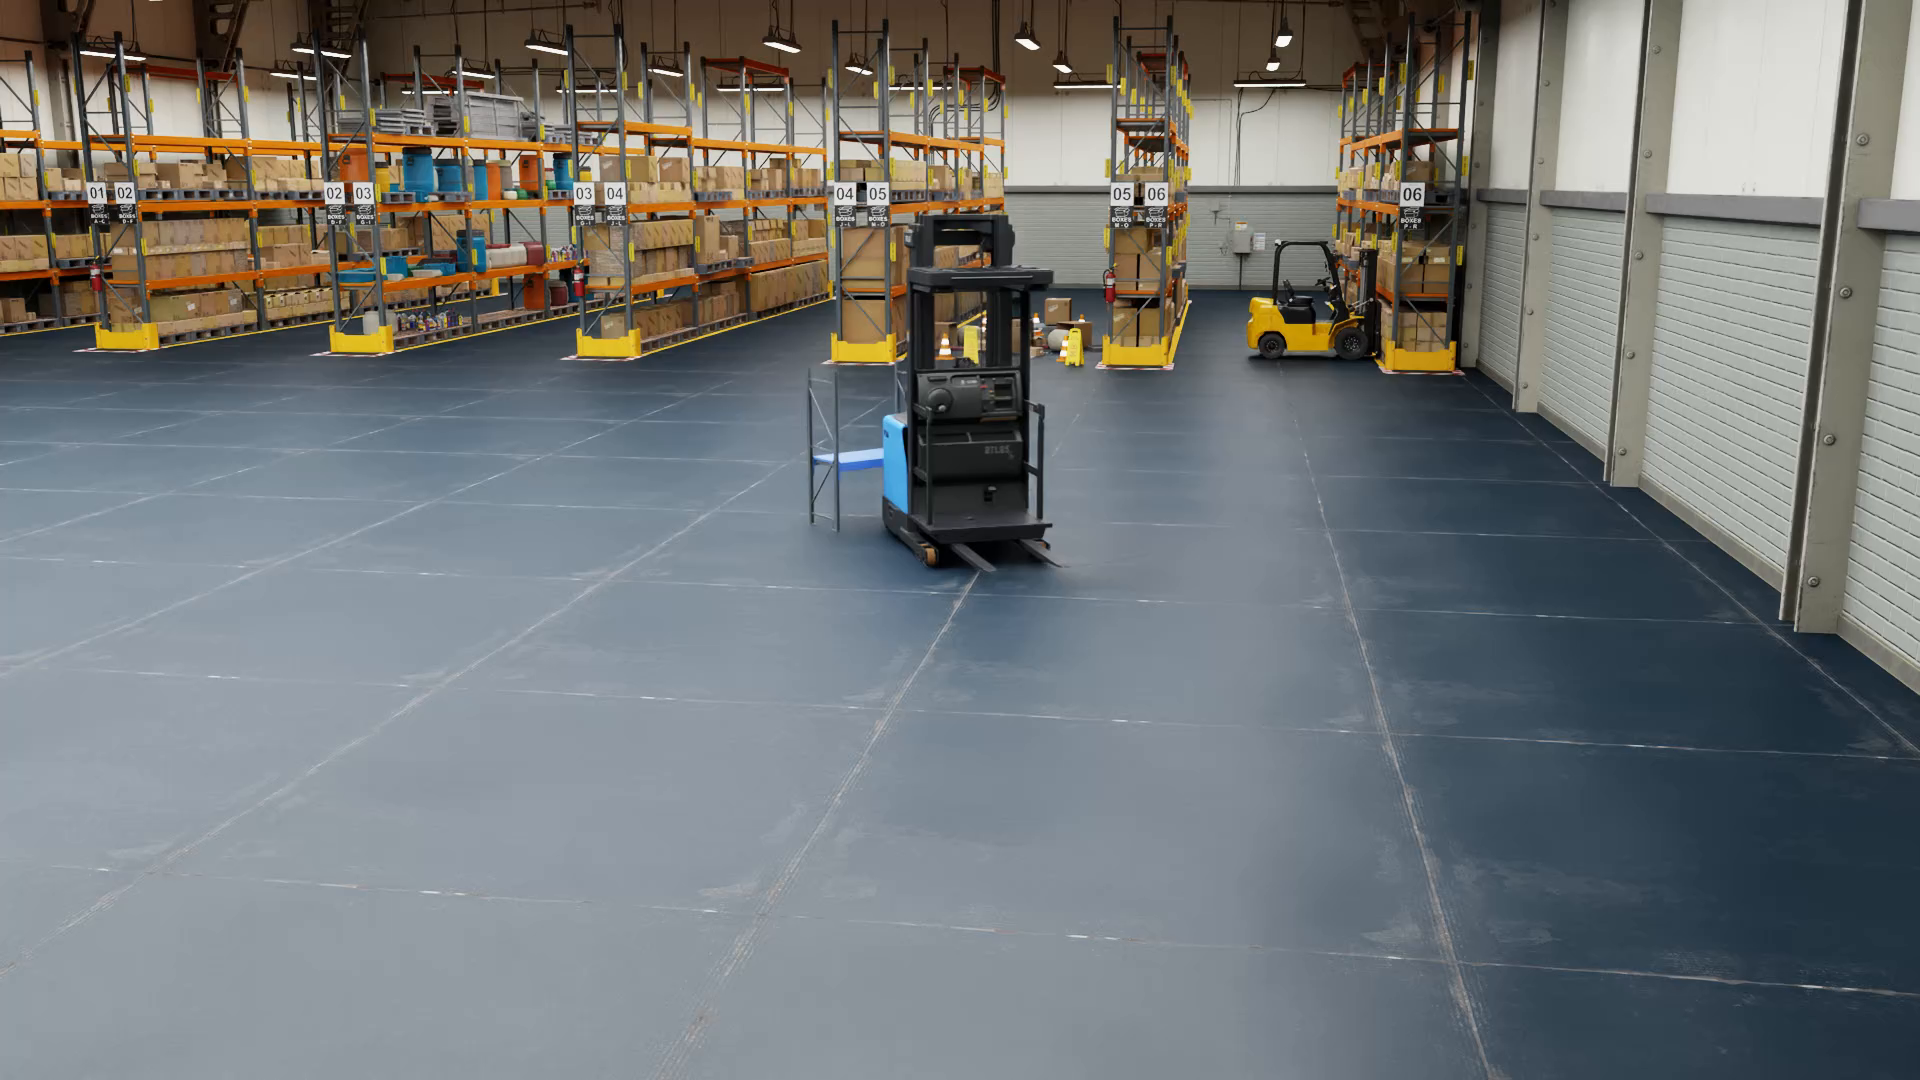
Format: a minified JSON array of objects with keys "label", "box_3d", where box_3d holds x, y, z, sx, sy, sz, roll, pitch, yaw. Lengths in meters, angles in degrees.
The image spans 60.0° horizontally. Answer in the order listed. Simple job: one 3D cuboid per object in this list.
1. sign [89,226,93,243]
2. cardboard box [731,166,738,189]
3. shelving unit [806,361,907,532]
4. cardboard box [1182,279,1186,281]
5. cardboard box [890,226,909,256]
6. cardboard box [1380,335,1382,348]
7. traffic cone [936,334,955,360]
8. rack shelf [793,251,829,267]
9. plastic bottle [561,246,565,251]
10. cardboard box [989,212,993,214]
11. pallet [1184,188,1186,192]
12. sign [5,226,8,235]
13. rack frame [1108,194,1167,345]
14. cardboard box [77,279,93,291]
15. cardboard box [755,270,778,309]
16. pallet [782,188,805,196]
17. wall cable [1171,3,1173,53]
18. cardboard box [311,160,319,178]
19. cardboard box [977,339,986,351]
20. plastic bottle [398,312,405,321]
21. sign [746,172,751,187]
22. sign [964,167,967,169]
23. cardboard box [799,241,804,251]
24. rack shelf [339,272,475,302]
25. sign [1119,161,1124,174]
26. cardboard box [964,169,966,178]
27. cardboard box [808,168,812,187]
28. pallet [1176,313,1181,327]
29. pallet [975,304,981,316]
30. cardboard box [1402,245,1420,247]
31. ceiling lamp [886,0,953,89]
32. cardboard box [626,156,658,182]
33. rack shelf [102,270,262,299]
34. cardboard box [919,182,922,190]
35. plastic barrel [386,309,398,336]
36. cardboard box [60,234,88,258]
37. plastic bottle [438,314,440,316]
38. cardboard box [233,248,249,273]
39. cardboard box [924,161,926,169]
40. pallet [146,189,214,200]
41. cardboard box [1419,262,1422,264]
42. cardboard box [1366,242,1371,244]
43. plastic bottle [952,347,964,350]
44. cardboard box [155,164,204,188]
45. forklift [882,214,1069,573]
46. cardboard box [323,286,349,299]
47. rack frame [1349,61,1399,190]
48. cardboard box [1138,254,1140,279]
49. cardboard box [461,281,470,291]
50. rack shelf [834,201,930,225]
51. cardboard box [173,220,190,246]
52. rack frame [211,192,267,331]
[{"label":"sign","box_3d":[-16.965,-5.967,32.508,0.100,0.325,0.005,2,12,9]},{"label":"cardboard box","box_3d":[-5.307,-8.154,37.420,0.500,0.500,0.500,2,12,9]},{"label":"shelving unit","box_3d":[-0.883,-0.916,15.939,1.048,1.500,0.538,-9,15,-36]},{"label":"cardboard box","box_3d":[5.607,-6.765,44.605,0.875,0.438,0.875,1,12,7]},{"label":"cardboard box","box_3d":[-1.448,-5.668,31.513,0.875,0.550,0.550,2,12,9]},{"label":"cardboard box","box_3d":[7.986,-3.638,30.542,0.500,0.250,0.500,2,12,9]},{"label":"traffic cone","box_3d":[-0.273,-3.586,30.791,0.336,0.463,0.334,2,12,9]},{"label":"rack shelf","box_3d":[-4.490,-7.506,44.666,1.077,0.370,4.000,2,12,9]},{"label":"plastic bottle","box_3d":[-9.850,-7.123,41.300,0.144,0.351,0.185,2,12,9]},{"label":"cardboard box","box_3d":[0.571,-8.241,43.052,0.500,0.500,0.500,2,12,10]},{"label":"pallet","box_3d":[5.131,-8.713,41.651,1.003,0.211,1.213,2,12,9]},{"label":"sign","box_3d":[-21.260,-6.841,37.123,0.100,0.325,0.005,2,12,9]},{"label":"rack frame","box_3d":[3.149,-4.622,29.577,1.000,3.000,0.127,2,12,9]},{"label":"cardboard box","box_3d":[-20.474,-5.971,38.946,0.500,0.250,0.500,2,12,7]},{"label":"cardboard box","box_3d":[-5.141,-6.103,40.498,1.225,0.875,0.875,2,12,9]},{"label":"pallet","box_3d":[-4.661,-9.034,43.140,1.003,0.211,1.213,2,12,9]},{"label":"wall cable","box_3d":[5.170,-15.338,49.397,2.355,3.000,0.029,2,12,9]},{"label":"cardboard box","box_3d":[-18.708,-10.608,47.574,0.500,0.500,0.500,2,12,8]},{"label":"cardboard box","box_3d":[0.413,-3.840,32.439,0.396,0.266,0.258,4,13,18]},{"label":"plastic bottle","box_3d":[-11.579,-4.535,34.419,0.144,0.351,0.185,2,12,11]},{"label":"sign","box_3d":[-4.877,-8.310,38.341,0.100,0.325,0.005,2,12,9]},{"label":"sign","box_3d":[0.167,-10.003,45.352,0.100,0.325,0.005,2,12,9]},{"label":"cardboard box","box_3d":[-4.385,-7.706,43.537,0.500,0.250,0.500,2,12,8]},{"label":"rack shelf","box_3d":[-11.229,-5.168,33.820,1.077,0.370,4.000,2,12,9]},{"label":"sign","box_3d":[3.215,-7.384,33.109,0.100,0.325,0.005,2,12,9]},{"label":"cardboard box","box_3d":[-0.279,-8.664,39.972,0.797,0.503,0.637,2,12,8]},{"label":"cardboard box","box_3d":[-4.415,-9.820,45.105,0.700,0.500,0.500,1,12,7]},{"label":"pallet","box_3d":[4.575,-5.086,38.349,1.003,0.211,1.213,2,12,9]},{"label":"pallet","box_3d":[-0.030,-5.734,41.357,1.003,0.211,1.213,2,12,9]},{"label":"cardboard box","box_3d":[8.034,-5.212,29.831,0.380,0.149,0.250,2,12,9]},{"label":"ceiling lamp","box_3d":[-1.264,-14.537,47.487,2.000,3.185,0.800,2,12,9]},{"label":"cardboard box","box_3d":[-6.148,-7.149,32.050,0.500,0.500,0.500,2,12,8]},{"label":"rack shelf","box_3d":[-16.123,-5.330,34.568,1.077,0.370,4.000,2,12,9]},{"label":"cardboard box","box_3d":[-0.959,-6.999,32.850,0.380,0.149,0.250,2,12,10]},{"label":"plastic barrel","box_3d":[-11.434,-4.337,33.161,0.421,0.512,0.421,0,12,0]},{"label":"cardboard box","box_3d":[-20.506,-6.742,38.133,0.700,0.500,0.500,3,13,14]},{"label":"plastic bottle","box_3d":[-10.916,-4.636,35.063,0.152,0.276,0.135,2,12,9]},{"label":"cardboard box","box_3d":[-15.878,-6.054,35.984,0.700,0.500,0.500,2,12,7]},{"label":"cardboard box","box_3d":[-0.884,-7.495,33.258,0.380,0.149,0.250,2,12,8]},{"label":"pallet","box_3d":[-16.111,-7.089,34.115,1.003,0.211,1.213,2,12,9]},{"label":"cardboard box","box_3d":[8.463,-4.714,29.767,0.500,0.500,0.500,2,12,10]},{"label":"cardboard box","box_3d":[8.863,-6.272,35.455,0.380,0.149,0.250,2,12,9]},{"label":"plastic bottle","box_3d":[-0.013,-3.737,32.444,0.283,0.061,0.133,-2,12,-11]},{"label":"cardboard box","box_3d":[-16.194,-7.549,34.466,0.797,0.503,0.637,3,13,15]},{"label":"forklift","box_3d":[0.145,-1.292,14.288,1.130,2.935,3.031,-3,13,-15]},{"label":"cardboard box","box_3d":[-15.038,-5.949,39.931,0.500,0.311,0.500,2,12,10]},{"label":"rack frame","box_3d":[9.900,-9.893,39.794,1.000,3.000,0.127,2,12,9]},{"label":"cardboard box","box_3d":[3.042,-5.042,30.584,0.500,0.500,0.500,2,12,9]},{"label":"cardboard box","box_3d":[-13.986,-7.149,46.783,0.500,0.250,0.500,2,12,9]},{"label":"rack shelf","box_3d":[-1.450,-6.292,31.916,1.077,0.370,4.000,2,12,9]},{"label":"cardboard box","box_3d":[-16.186,-6.270,33.909,0.700,0.500,0.500,2,12,9]},{"label":"rack frame","box_3d":[-15.816,-6.098,36.424,1.000,3.000,0.127,2,12,9]}]
